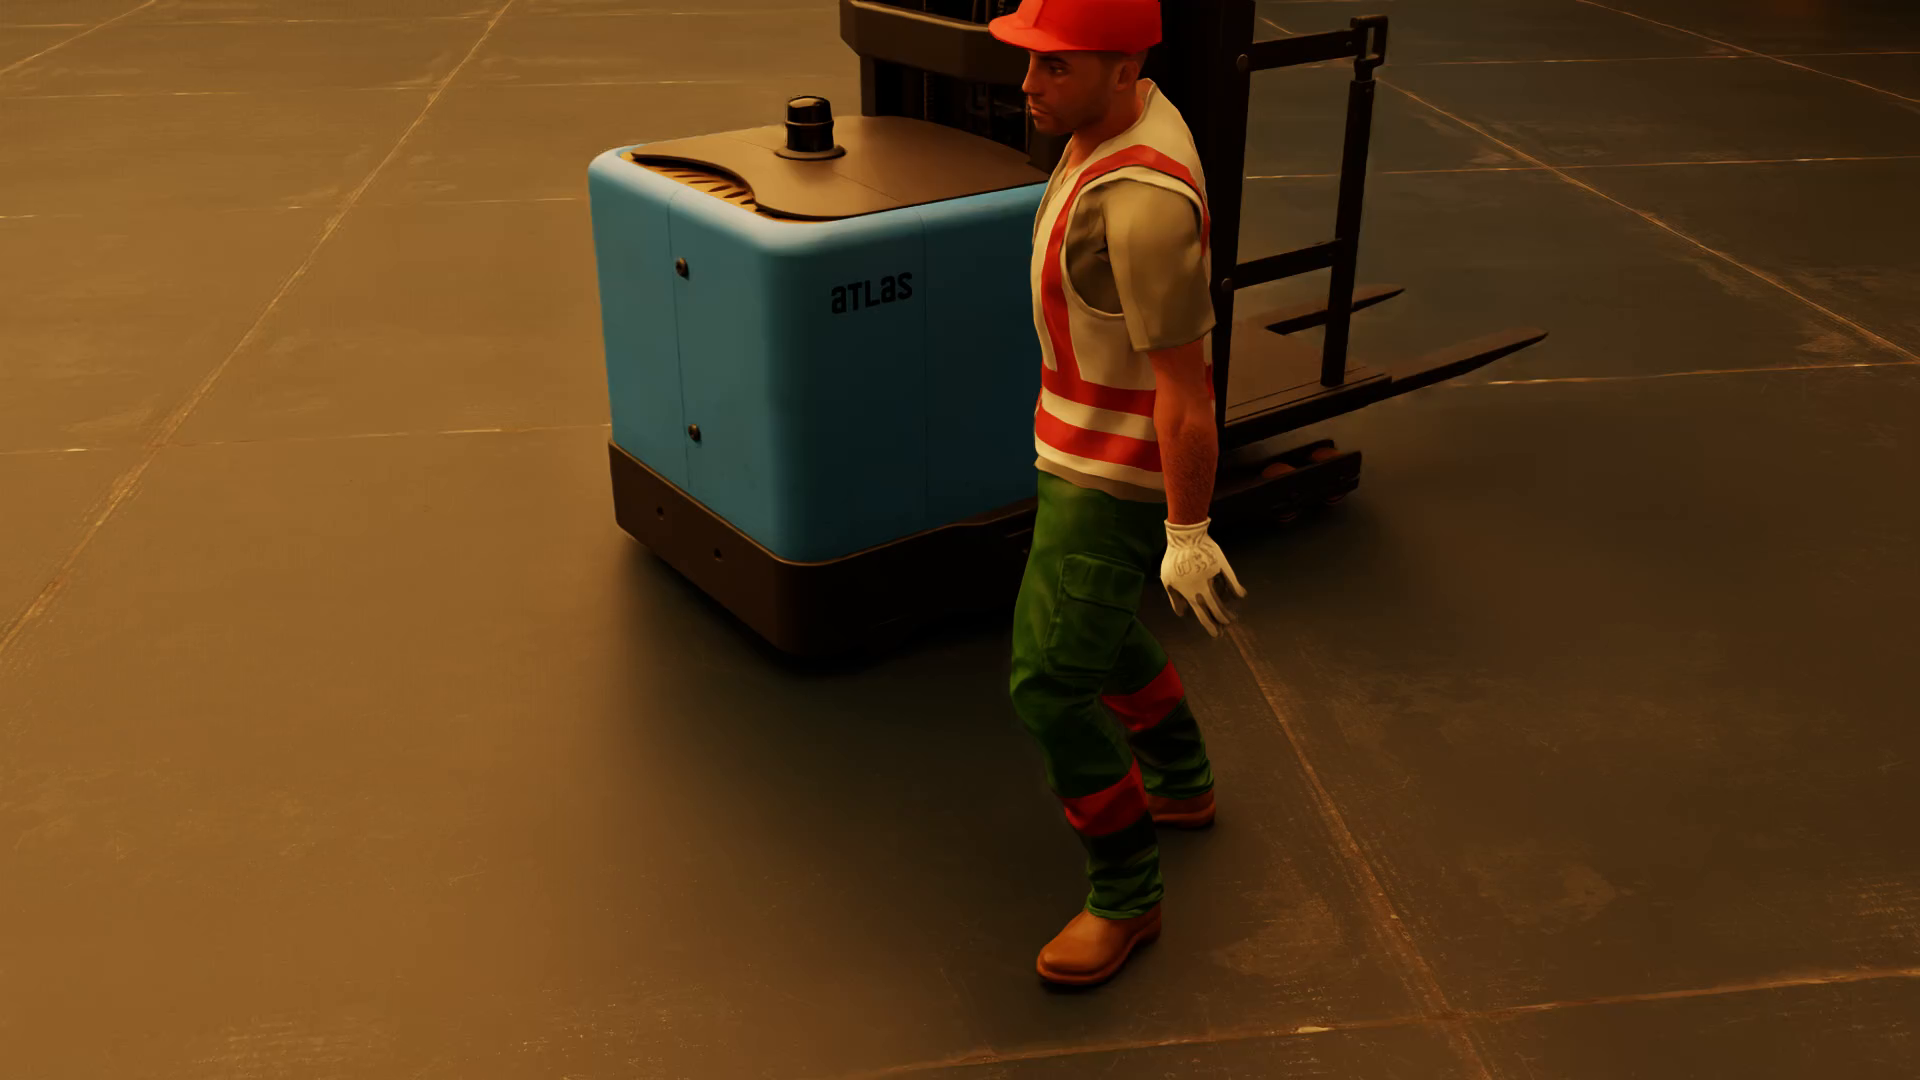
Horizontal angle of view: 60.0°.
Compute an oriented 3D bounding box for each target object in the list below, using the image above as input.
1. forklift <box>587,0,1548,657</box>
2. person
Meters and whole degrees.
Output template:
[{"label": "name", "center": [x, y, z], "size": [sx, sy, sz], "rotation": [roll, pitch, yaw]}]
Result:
[{"label": "forklift", "center": [0.541, -1.537, 4.419], "size": [3.031, 2.935, 1.130], "rotation": [-18, 31, -32]}, {"label": "person", "center": [0.285, -0.149, 2.955], "size": [0.465, 1.750, 0.868], "rotation": [2, 26, 3]}]
